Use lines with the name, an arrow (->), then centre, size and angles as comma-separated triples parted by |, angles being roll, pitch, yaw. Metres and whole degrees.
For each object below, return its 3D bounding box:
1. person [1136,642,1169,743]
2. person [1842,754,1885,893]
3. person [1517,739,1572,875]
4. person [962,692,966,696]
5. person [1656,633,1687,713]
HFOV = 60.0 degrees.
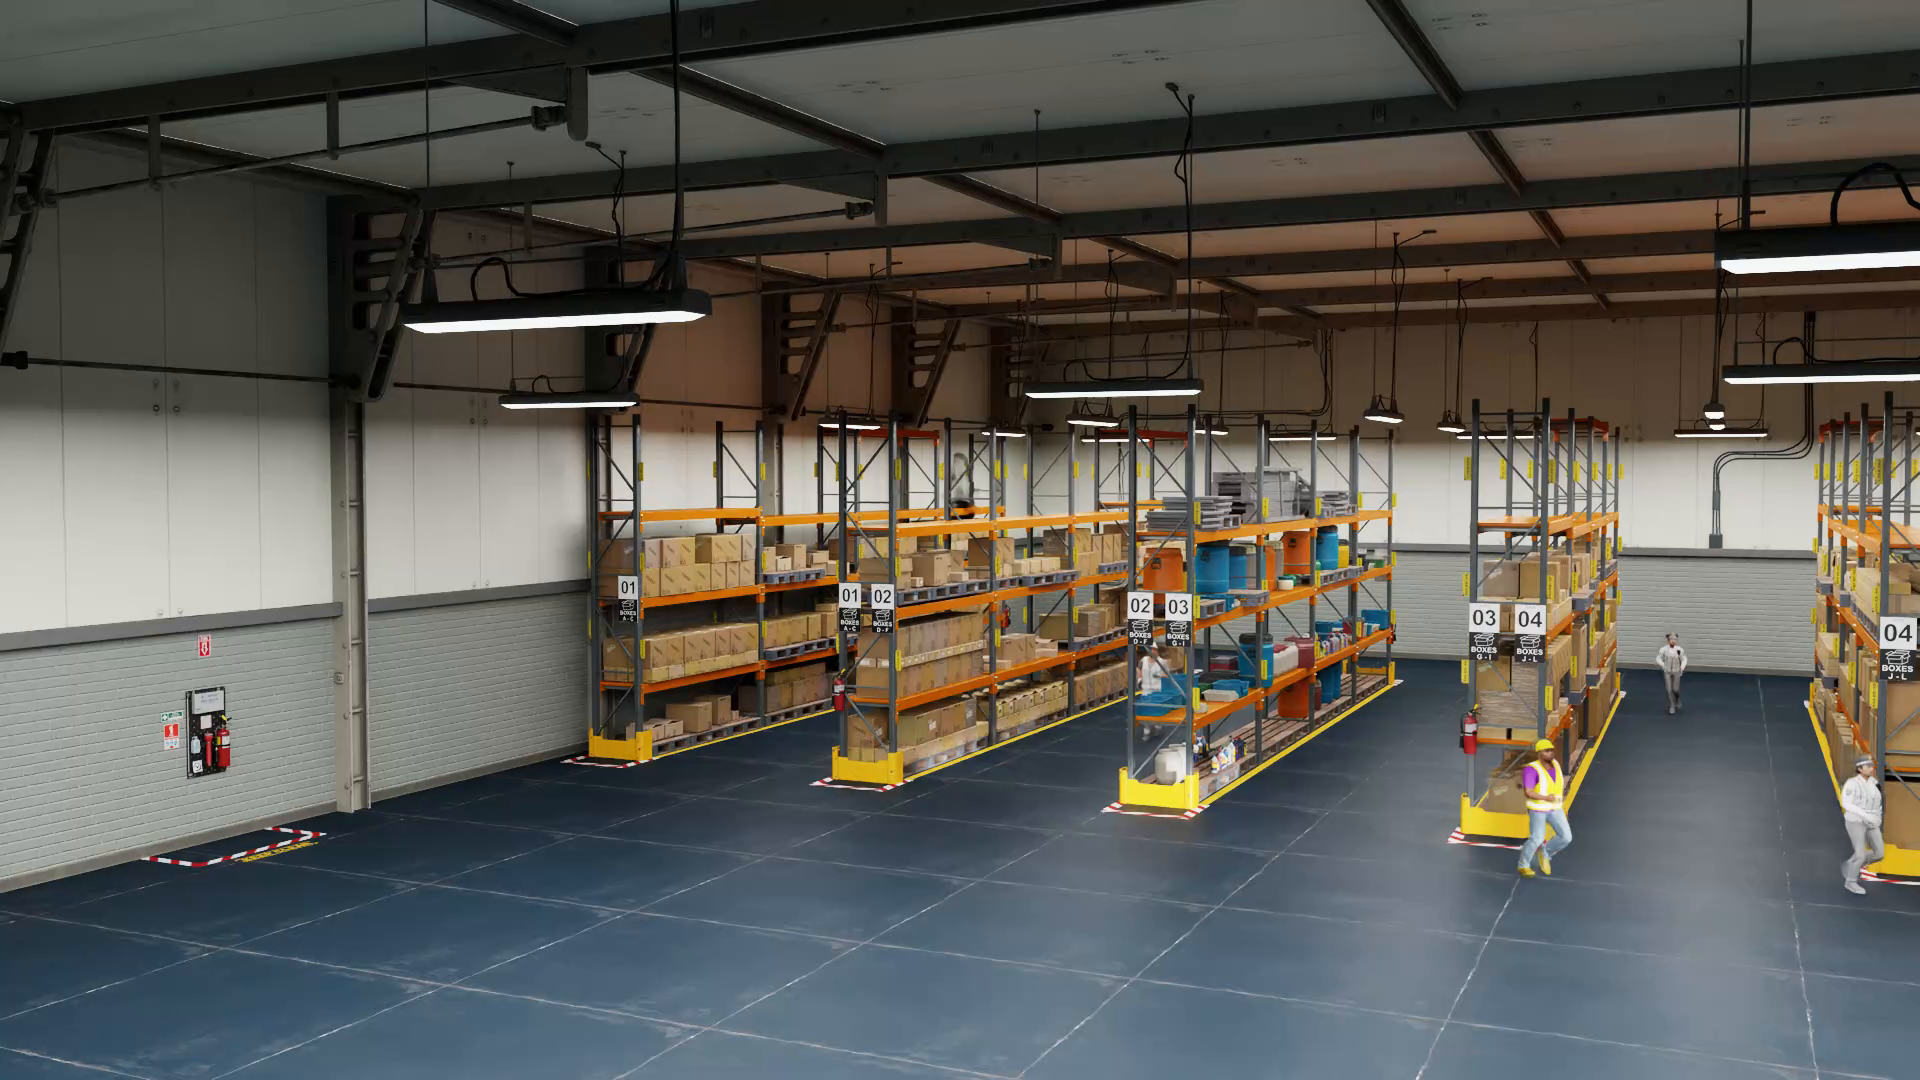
person -> 3.590, 2.821, 31.047 | 0.640, 1.824, 0.814 | 1, 2, 17
person -> 10.776, 3.367, 19.775 | 0.662, 1.660, 0.575 | -1, 2, -17
person -> 7.180, 3.282, 20.326 | 0.723, 1.714, 0.796 | -1, 2, -18
person -> -0.097, 2.661, 35.162 | 0.694, 1.823, 0.867 | 1, 2, 18
person -> 14.768, 2.758, 34.529 | 0.601, 1.670, 0.532 | 1, 3, 23
